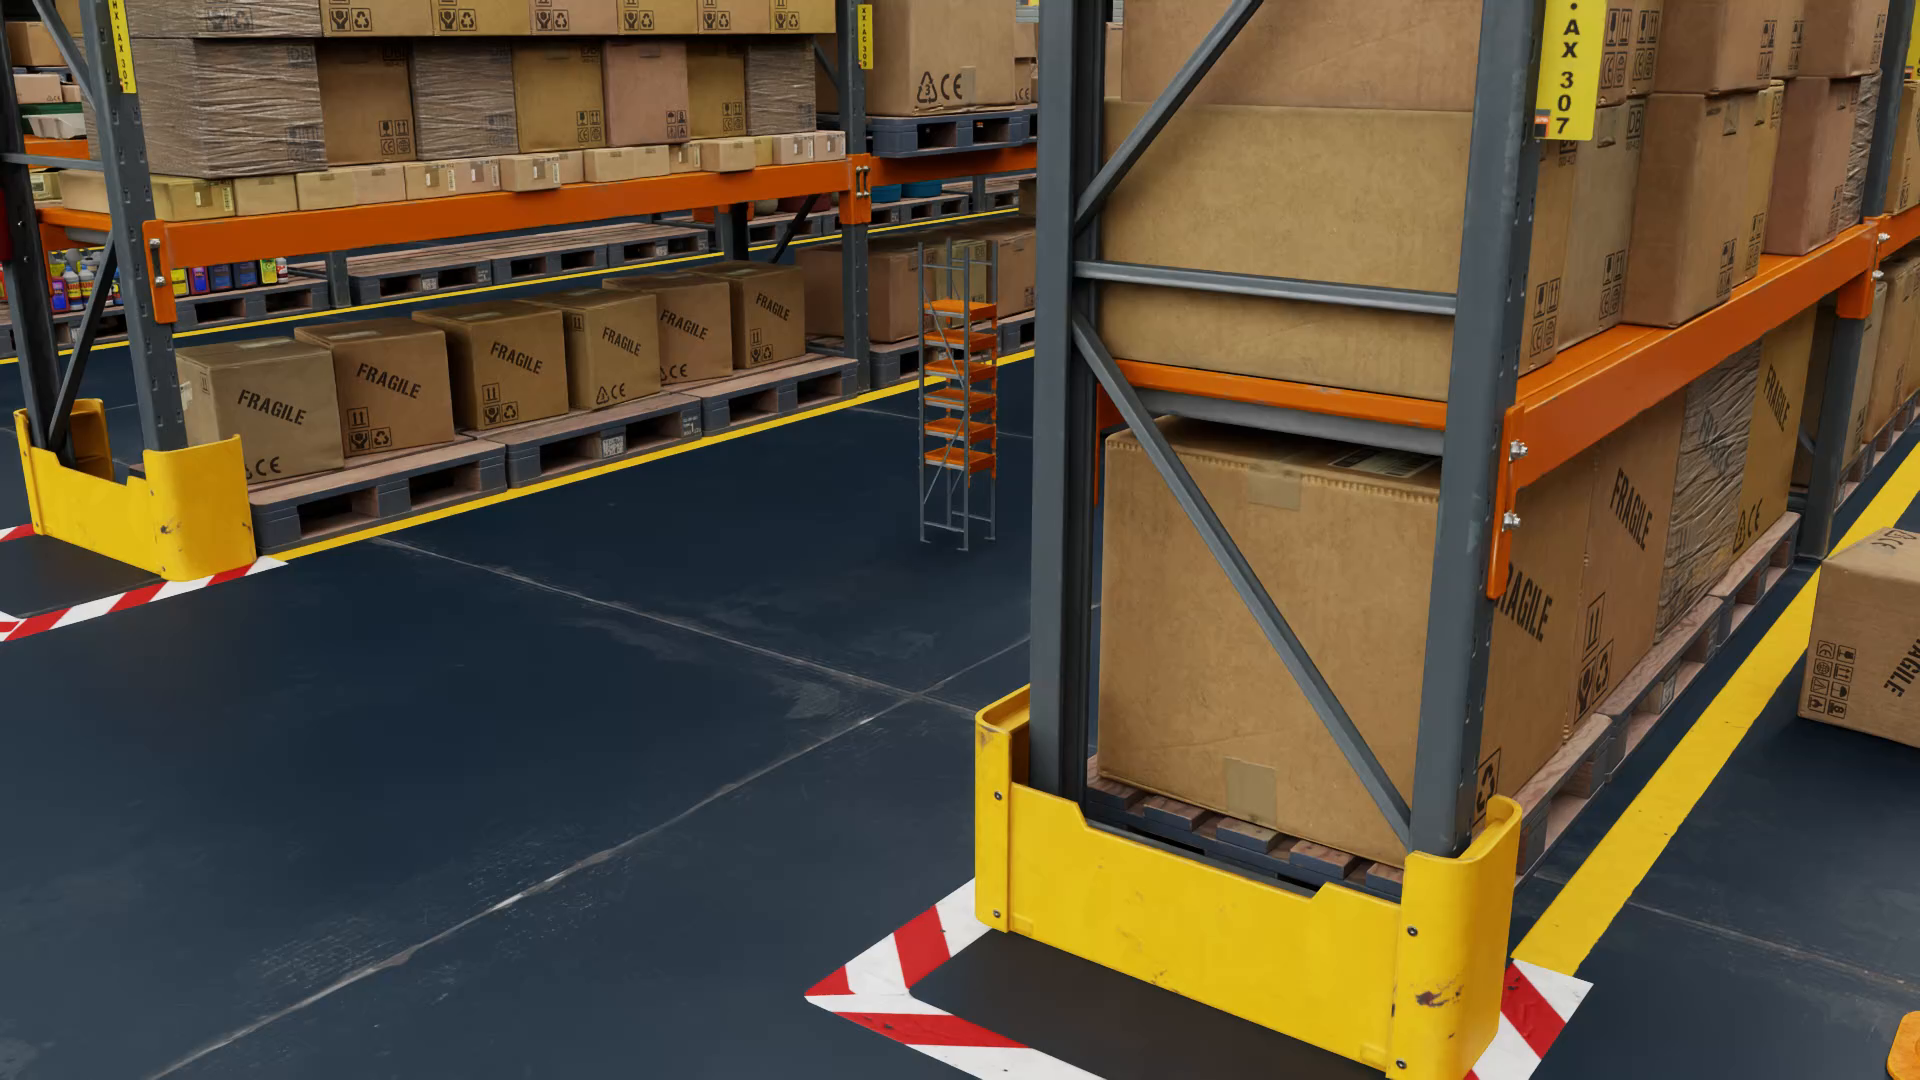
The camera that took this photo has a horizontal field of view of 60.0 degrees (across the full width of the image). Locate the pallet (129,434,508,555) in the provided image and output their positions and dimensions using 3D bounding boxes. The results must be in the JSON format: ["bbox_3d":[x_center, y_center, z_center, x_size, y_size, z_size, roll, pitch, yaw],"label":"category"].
[{"bbox_3d":[-2.771,-0.267,7.249,1.003,0.211,1.213,12,21,35],"label":"pallet"}]

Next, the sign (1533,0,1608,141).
[{"bbox_3d":[1.037,-0.845,2.814,0.100,0.325,0.005,12,21,35],"label":"sign"}]

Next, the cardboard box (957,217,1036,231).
[{"bbox_3d":[0.402,-1.882,11.219,0.700,0.500,0.500,15,23,39],"label":"cardboard box"}]

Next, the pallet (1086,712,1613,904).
[{"bbox_3d":[1.008,0.634,4.346,1.003,0.211,1.213,12,21,35],"label":"pallet"}]

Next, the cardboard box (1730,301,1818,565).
[{"bbox_3d":[2.547,-0.494,6.152,0.875,0.875,0.875,13,21,36],"label":"cardboard box"}]

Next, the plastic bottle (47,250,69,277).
[{"bbox_3d":[-6.214,-1.857,11.392,0.144,0.351,0.185,13,22,37],"label":"plastic bottle"}]

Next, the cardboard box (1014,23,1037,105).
[{"bbox_3d":[0.013,-3.026,10.547,0.797,0.503,0.637,15,23,40],"label":"cardboard box"}]

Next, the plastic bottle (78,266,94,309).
[{"bbox_3d":[-5.712,-1.658,10.885,0.097,0.271,0.097,0,17,0],"label":"plastic bottle"}]

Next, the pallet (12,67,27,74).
[{"bbox_3d":[-11.643,-5.355,19.253,1.003,0.211,1.213,12,21,35],"label":"pallet"}]

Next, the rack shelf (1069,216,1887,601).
[{"bbox_3d":[1.786,-0.626,4.915,1.077,0.370,4.000,12,21,35],"label":"rack shelf"}]

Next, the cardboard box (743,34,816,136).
[{"bbox_3d":[-1.263,-2.440,8.873,0.875,0.500,0.500,12,21,35],"label":"cardboard box"}]

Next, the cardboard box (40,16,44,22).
[{"bbox_3d":[-10.857,-6.326,20.053,0.380,0.149,0.250,9,19,26],"label":"cardboard box"}]

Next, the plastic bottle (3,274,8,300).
[{"bbox_3d":[-6.306,-1.733,11.106,0.061,0.283,0.133,12,21,35],"label":"plastic bottle"}]

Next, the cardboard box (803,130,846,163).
[{"bbox_3d":[-0.837,-2.123,8.947,0.380,0.149,0.250,12,21,35],"label":"cardboard box"}]

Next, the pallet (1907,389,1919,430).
[{"bbox_3d":[4.831,-0.892,9.262,1.003,0.211,1.213,12,21,35],"label":"pallet"}]

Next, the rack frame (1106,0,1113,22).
[{"bbox_3d":[1.438,-3.299,12.310,1.000,3.000,0.127,12,21,35],"label":"rack frame"}]

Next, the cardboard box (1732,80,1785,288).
[{"bbox_3d":[1.806,-1.041,4.785,0.875,0.550,0.500,12,21,35],"label":"cardboard box"}]

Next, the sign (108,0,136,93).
[{"bbox_3d":[-2.893,-1.711,5.737,0.100,0.325,0.005,12,21,35],"label":"sign"}]

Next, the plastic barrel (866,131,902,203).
[{"bbox_3d":[-0.916,-4.030,17.494,0.600,0.901,0.708,12,21,35],"label":"plastic barrel"}]

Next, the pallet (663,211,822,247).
[{"bbox_3d":[-2.103,-3.038,16.170,1.003,0.211,1.213,12,21,35],"label":"pallet"}]

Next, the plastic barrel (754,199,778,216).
[{"bbox_3d":[-1.997,-3.457,16.304,0.421,0.512,0.421,0,17,0],"label":"plastic barrel"}]

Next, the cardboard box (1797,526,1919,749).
[{"bbox_3d":[2.877,0.298,4.938,0.500,0.500,0.500,-16,23,-41],"label":"cardboard box"}]

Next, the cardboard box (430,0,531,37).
[{"bbox_3d":[-2.182,-2.381,6.997,0.500,0.500,0.500,12,21,35],"label":"cardboard box"}]

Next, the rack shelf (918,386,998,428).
[{"bbox_3d":[-0.009,-0.527,6.568,0.258,0.103,0.180,12,21,35],"label":"rack shelf"}]

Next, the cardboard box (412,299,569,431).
[{"bbox_3d":[-2.226,-0.841,7.899,0.500,0.500,0.500,15,23,40],"label":"cardboard box"}]

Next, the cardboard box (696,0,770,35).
[{"bbox_3d":[-1.289,-2.739,8.149,0.500,0.500,0.500,12,21,35],"label":"cardboard box"}]

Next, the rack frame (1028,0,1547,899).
[{"bbox_3d":[0.595,-0.493,3.274,1.000,3.000,0.127,12,21,35],"label":"rack frame"}]

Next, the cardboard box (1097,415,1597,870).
[{"bbox_3d":[0.945,0.148,4.085,0.875,0.875,0.875,13,21,35],"label":"cardboard box"}]

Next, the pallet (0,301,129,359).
[{"bbox_3d":[-6.083,-1.446,11.043,1.003,0.211,1.213,12,21,35],"label":"pallet"}]

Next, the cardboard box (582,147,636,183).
[{"bbox_3d":[-1.743,-1.769,7.805,0.380,0.149,0.250,12,21,35],"label":"cardboard box"}]

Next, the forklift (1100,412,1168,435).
[{"bbox_3d":[1.697,-2.196,8.873,1.130,2.935,3.031,11,20,31],"label":"forklift"}]

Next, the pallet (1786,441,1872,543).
[{"bbox_3d":[3.377,-0.311,7.390,1.003,0.211,1.213,12,21,35],"label":"pallet"}]

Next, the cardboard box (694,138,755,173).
[{"bbox_3d":[-1.251,-1.937,8.348,0.380,0.149,0.250,12,21,35],"label":"cardboard box"}]

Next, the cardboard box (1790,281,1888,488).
[{"bbox_3d":[3.275,-0.736,7.141,1.050,0.750,0.750,12,21,34],"label":"cardboard box"}]

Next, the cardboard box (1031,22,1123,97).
[{"bbox_3d":[0.896,-3.261,11.311,0.500,0.500,0.700,-16,24,-42],"label":"cardboard box"}]

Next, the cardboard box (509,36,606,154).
[{"bbox_3d":[-2.137,-2.078,7.709,0.875,0.500,0.500,12,21,35],"label":"cardboard box"}]

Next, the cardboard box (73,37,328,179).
[{"bbox_3d":[-2.979,-1.710,6.521,0.875,0.500,0.500,12,21,35],"label":"cardboard box"}]

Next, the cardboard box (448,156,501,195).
[{"bbox_3d":[-2.228,-1.598,7.257,0.380,0.149,0.250,12,21,35],"label":"cardboard box"}]

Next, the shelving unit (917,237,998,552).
[{"bbox_3d":[-0.009,-0.570,6.555,0.258,1.200,0.189,12,21,35],"label":"shelving unit"}]

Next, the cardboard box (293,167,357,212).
[{"bbox_3d":[-2.642,-1.413,6.658,0.380,0.149,0.250,12,21,35],"label":"cardboard box"}]

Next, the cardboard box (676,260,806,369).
[{"bbox_3d":[-1.216,-1.265,9.266,0.500,0.500,0.500,12,21,33],"label":"cardboard box"}]

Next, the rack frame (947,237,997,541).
[{"bbox_3d":[0.046,-0.591,6.625,0.240,1.200,0.006,12,21,35],"label":"rack frame"}]

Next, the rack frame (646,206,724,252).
[{"bbox_3d":[-2.540,-4.174,15.128,1.000,3.000,0.127,12,21,35],"label":"rack frame"}]

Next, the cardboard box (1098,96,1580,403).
[{"bbox_3d":[0.779,-0.661,3.562,0.875,0.550,0.550,12,21,35],"label":"cardboard box"}]

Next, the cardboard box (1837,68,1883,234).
[{"bbox_3d":[2.768,-1.428,6.030,0.875,0.550,0.550,12,21,35],"label":"cardboard box"}]

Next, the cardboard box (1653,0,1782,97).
[{"bbox_3d":[1.543,-1.419,4.181,0.875,0.550,0.550,12,21,35],"label":"cardboard box"}]

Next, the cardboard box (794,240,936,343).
[{"bbox_3d":[-0.562,-1.505,10.006,0.700,0.500,0.500,11,20,31],"label":"cardboard box"}]

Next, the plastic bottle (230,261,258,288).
[{"bbox_3d":[-5.075,-1.962,11.730,0.144,0.351,0.185,12,21,33],"label":"plastic bottle"}]

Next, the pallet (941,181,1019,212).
[{"bbox_3d":[0.251,-3.977,19.196,1.003,0.211,1.213,12,21,35],"label":"pallet"}]

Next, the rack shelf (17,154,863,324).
[{"bbox_3d":[-2.137,-1.527,7.815,1.077,0.370,4.000,12,21,35],"label":"rack shelf"}]

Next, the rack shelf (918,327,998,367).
[{"bbox_3d":[-0.009,-0.756,6.497,0.258,0.103,0.180,12,21,35],"label":"rack shelf"}]

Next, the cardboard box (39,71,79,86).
[{"bbox_3d":[-8.523,-4.276,15.681,0.396,0.266,0.258,12,21,33],"label":"cardboard box"}]

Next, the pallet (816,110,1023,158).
[{"bbox_3d":[-0.373,-2.411,9.774,1.003,0.211,1.213,12,21,35],"label":"pallet"}]

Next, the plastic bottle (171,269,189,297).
[{"bbox_3d":[-5.382,-1.840,11.335,0.144,0.351,0.185,12,21,34],"label":"plastic bottle"}]

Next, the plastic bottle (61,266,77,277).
[{"bbox_3d":[-6.091,-1.775,11.379,0.097,0.201,0.097,0,17,0],"label":"plastic bottle"}]
